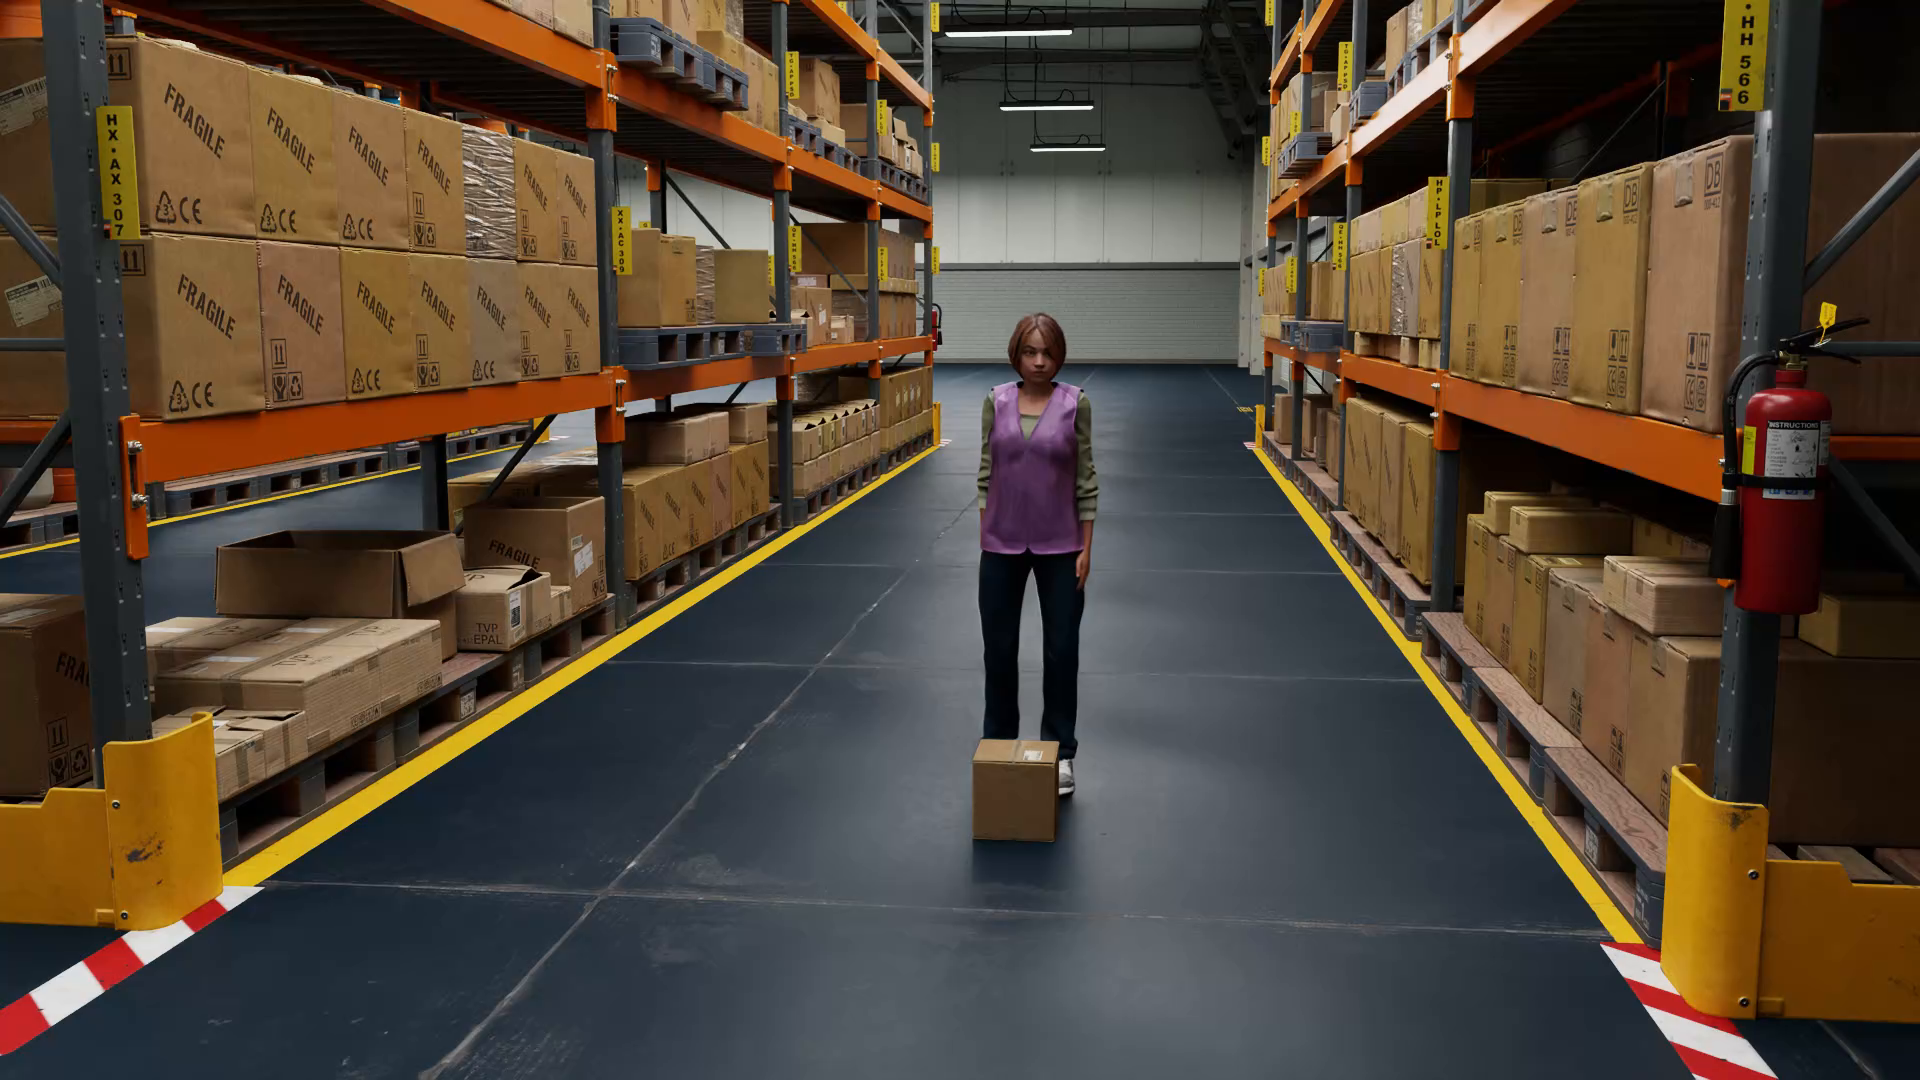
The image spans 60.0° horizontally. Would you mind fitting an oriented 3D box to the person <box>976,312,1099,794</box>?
[{"bbox_3d":[0.256,0.055,5.523,0.406,1.586,0.308,1,8,8],"label":"person"}]
